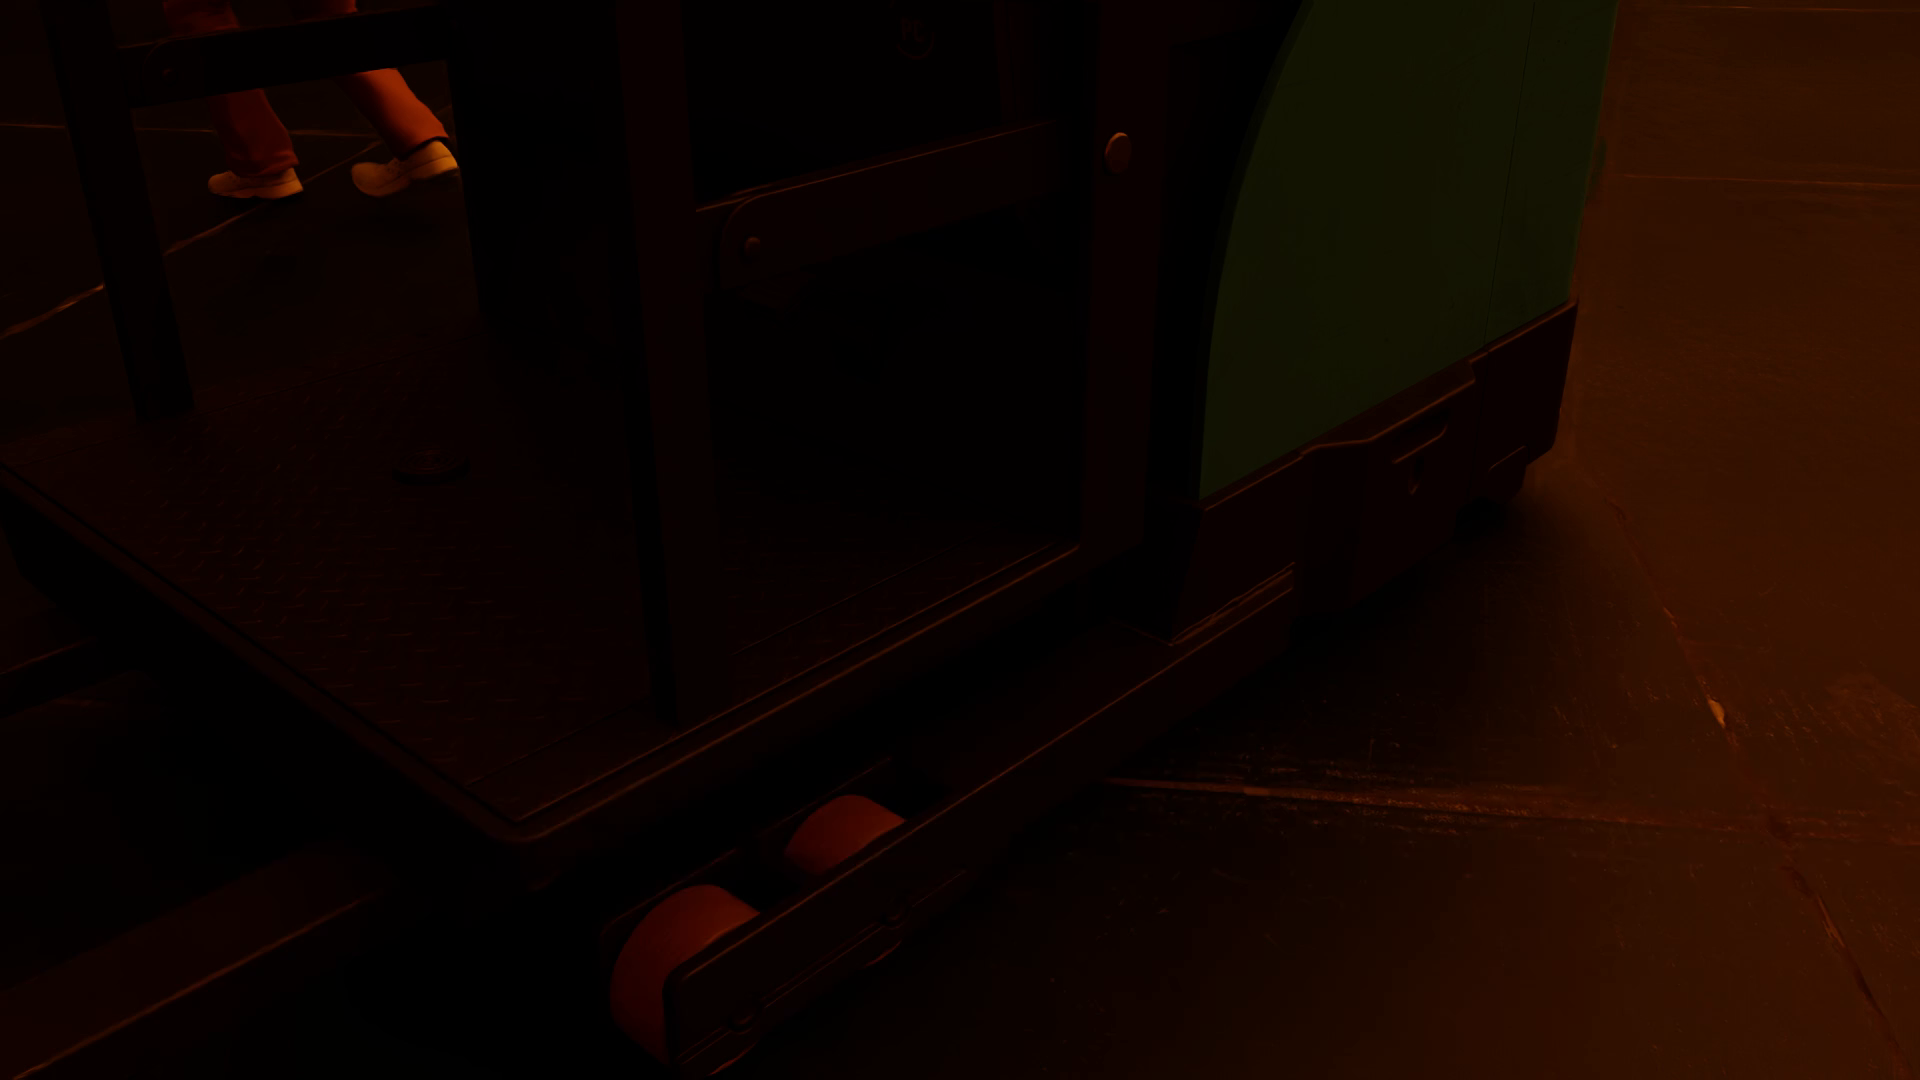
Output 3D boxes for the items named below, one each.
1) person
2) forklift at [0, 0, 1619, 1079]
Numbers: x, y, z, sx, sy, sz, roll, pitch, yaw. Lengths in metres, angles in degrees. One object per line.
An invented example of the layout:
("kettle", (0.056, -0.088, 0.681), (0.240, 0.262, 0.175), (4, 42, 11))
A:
("person", (-1.594, -1.530, 3.818), (0.836, 1.593, 0.495), (13, 29, 25))
("forklift", (-0.412, -1.081, 1.384), (1.130, 2.935, 3.031), (22, 34, 37))
